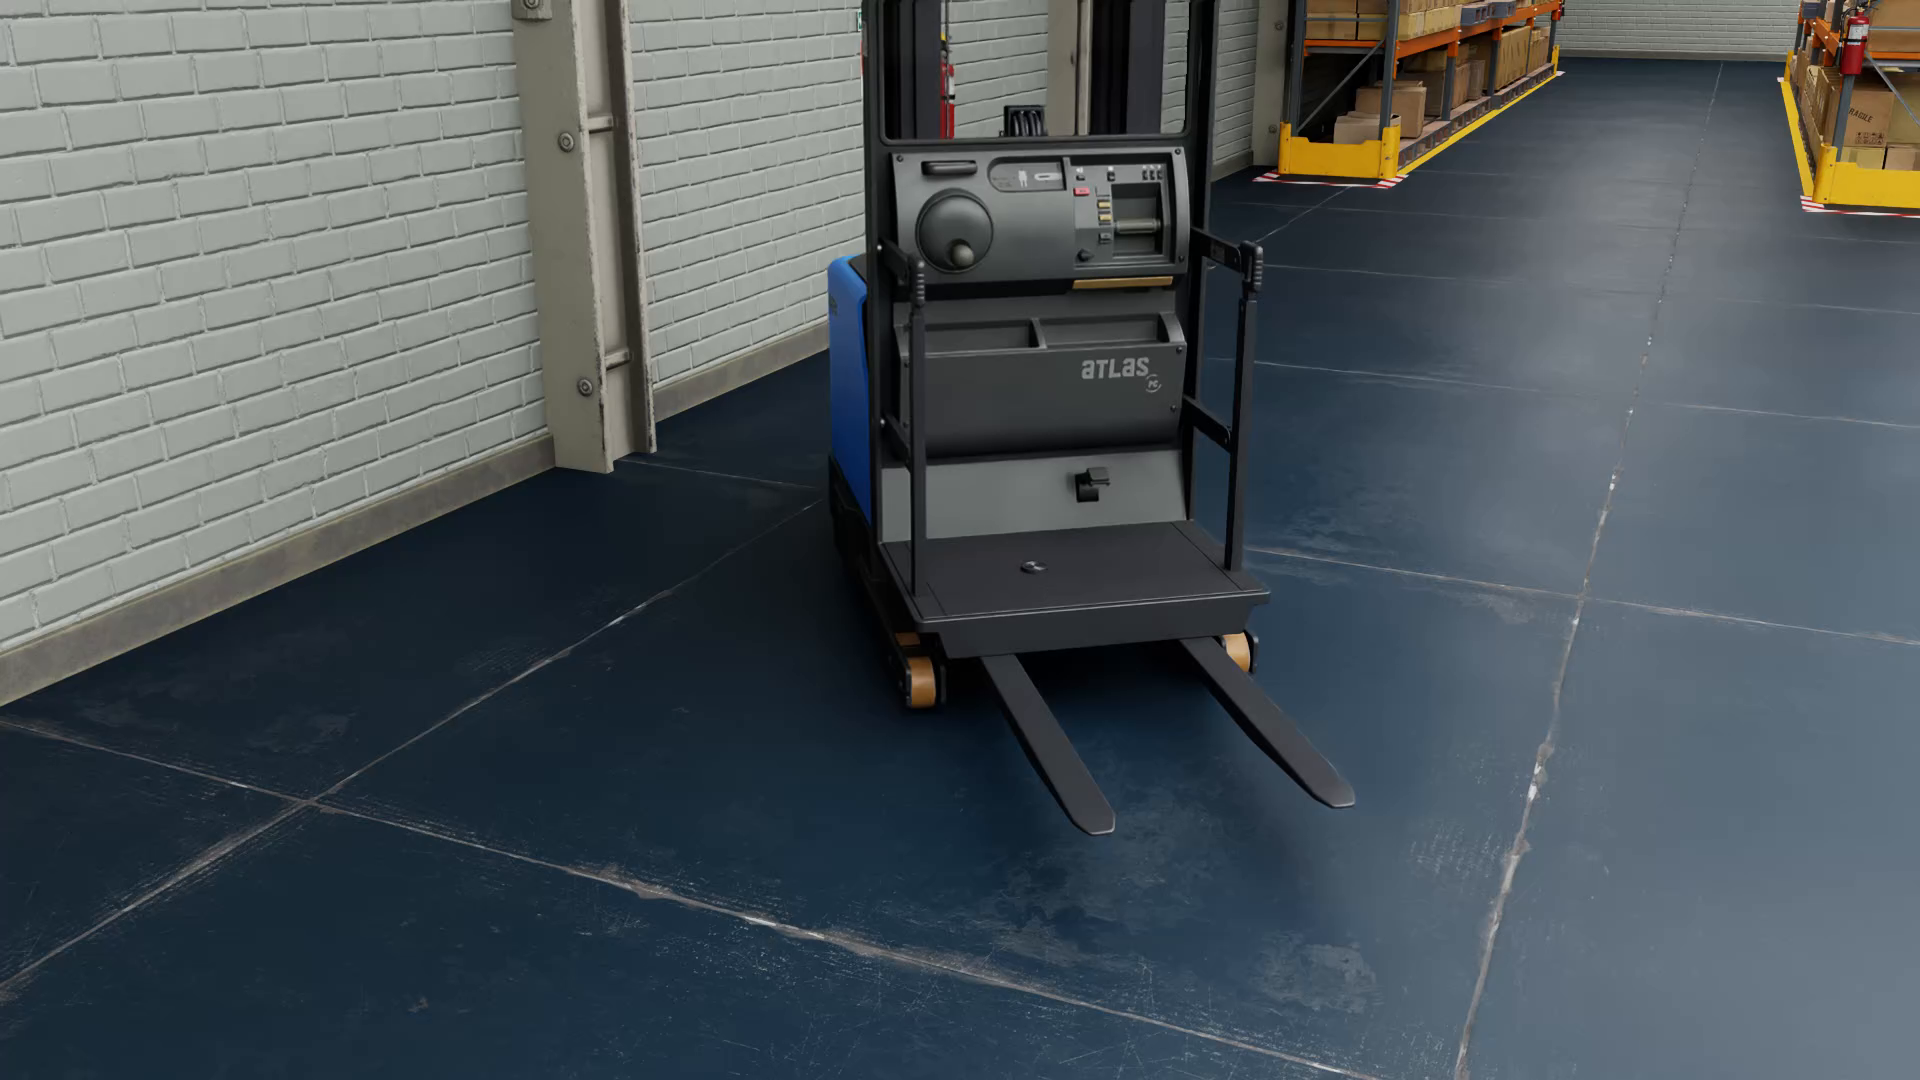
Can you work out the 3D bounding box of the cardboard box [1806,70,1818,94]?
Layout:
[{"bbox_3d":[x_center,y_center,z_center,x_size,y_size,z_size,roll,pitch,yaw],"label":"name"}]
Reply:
[{"bbox_3d":[10.705,-5.618,20.429,0.500,0.311,0.500,8,21,21],"label":"cardboard box"}]

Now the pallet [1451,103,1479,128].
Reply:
[{"bbox_3d":[6.262,-5.643,22.021,1.003,0.211,1.213,9,21,23],"label":"pallet"}]

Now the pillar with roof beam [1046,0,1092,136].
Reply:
[{"bbox_3d":[4.777,-5.856,9.505,9.100,9.000,0.400,9,21,23],"label":"pillar with roof beam"}]

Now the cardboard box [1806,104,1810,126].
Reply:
[{"bbox_3d":[10.082,-4.889,19.216,0.500,0.250,0.500,8,21,22],"label":"cardboard box"}]

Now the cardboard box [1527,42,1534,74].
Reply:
[{"bbox_3d":[9.122,-8.024,27.660,0.700,0.500,0.500,9,21,23],"label":"cardboard box"}]

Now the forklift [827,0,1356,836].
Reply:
[{"bbox_3d":[0.303,-1.004,4.918,1.130,2.935,3.031,-4,20,-12],"label":"forklift"}]

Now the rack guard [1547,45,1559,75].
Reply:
[{"bbox_3d":[10.371,-8.842,30.586,1.175,0.500,0.348,9,21,23],"label":"rack guard"}]

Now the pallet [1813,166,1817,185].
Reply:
[{"bbox_3d":[8.605,-3.369,15.626,1.003,0.211,1.213,9,21,23],"label":"pallet"}]

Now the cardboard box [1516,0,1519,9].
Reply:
[{"bbox_3d":[8.282,-8.156,25.272,0.380,0.149,0.250,8,21,21],"label":"cardboard box"}]

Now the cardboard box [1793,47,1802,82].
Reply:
[{"bbox_3d":[13.218,-7.354,25.744,0.500,0.500,0.500,9,21,23],"label":"cardboard box"}]

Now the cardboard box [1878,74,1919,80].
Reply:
[{"bbox_3d":[9.560,-4.445,16.848,0.500,0.500,0.500,9,21,23],"label":"cardboard box"}]

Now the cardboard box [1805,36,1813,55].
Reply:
[{"bbox_3d":[12.414,-7.074,23.838,0.500,0.250,0.500,9,21,23],"label":"cardboard box"}]

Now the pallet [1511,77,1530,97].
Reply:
[{"bbox_3d":[8.475,-7.230,26.483,1.003,0.211,1.213,9,21,23],"label":"pallet"}]

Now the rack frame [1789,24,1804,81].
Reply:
[{"bbox_3d":[14.881,-9.334,28.238,1.000,3.000,0.127,9,21,23],"label":"rack frame"}]

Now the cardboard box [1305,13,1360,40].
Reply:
[{"bbox_3d":[3.823,-5.230,16.891,0.500,0.250,0.500,9,21,23],"label":"cardboard box"}]

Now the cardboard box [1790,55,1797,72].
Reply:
[{"bbox_3d":[14.195,-7.966,27.837,0.500,0.250,0.500,9,21,23],"label":"cardboard box"}]

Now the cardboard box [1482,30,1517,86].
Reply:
[{"bbox_3d":[7.870,-7.226,24.891,0.750,0.750,0.750,8,21,22],"label":"cardboard box"}]

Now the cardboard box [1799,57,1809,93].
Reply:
[{"bbox_3d":[12.196,-6.555,23.499,0.500,0.500,0.500,8,21,21],"label":"cardboard box"}]

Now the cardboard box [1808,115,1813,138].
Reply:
[{"bbox_3d":[9.501,-4.468,18.032,0.500,0.250,0.500,9,21,23],"label":"cardboard box"}]

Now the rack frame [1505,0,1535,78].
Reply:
[{"bbox_3d":[8.723,-8.790,26.708,1.000,3.000,0.127,9,21,23],"label":"rack frame"}]

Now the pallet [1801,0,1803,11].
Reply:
[{"bbox_3d":[12.817,-7.791,24.187,1.003,0.211,1.213,9,21,23],"label":"pallet"}]

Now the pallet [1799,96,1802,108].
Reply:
[{"bbox_3d":[12.447,-6.169,23.501,1.003,0.211,1.213,9,21,23],"label":"pallet"}]

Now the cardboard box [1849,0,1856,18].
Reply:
[{"bbox_3d":[9.792,-5.576,17.523,0.700,0.500,0.500,8,21,21],"label":"cardboard box"}]

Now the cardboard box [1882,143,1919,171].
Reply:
[{"bbox_3d":[8.752,-3.479,15.250,0.500,0.250,0.500,9,21,23],"label":"cardboard box"}]

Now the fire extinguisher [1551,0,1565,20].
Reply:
[{"bbox_3d":[10.843,-9.783,30.173,0.296,0.674,0.183,9,21,23],"label":"fire extinguisher"}]

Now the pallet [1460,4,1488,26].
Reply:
[{"bbox_3d":[5.892,-6.467,20.464,1.003,0.211,1.213,9,21,23],"label":"pallet"}]

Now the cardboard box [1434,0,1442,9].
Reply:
[{"bbox_3d":[4.908,-5.984,17.894,0.500,0.500,0.500,9,22,24],"label":"cardboard box"}]

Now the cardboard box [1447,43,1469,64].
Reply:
[{"bbox_3d":[6.547,-6.557,22.384,0.500,0.250,0.500,9,21,24],"label":"cardboard box"}]

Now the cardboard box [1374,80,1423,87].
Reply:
[{"bbox_3d":[5.058,-5.051,19.269,0.500,0.500,0.500,7,21,19],"label":"cardboard box"}]

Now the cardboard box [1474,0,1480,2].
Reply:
[{"bbox_3d":[6.411,-7.292,21.692,0.700,0.500,0.500,9,21,23],"label":"cardboard box"}]

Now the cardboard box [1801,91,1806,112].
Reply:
[{"bbox_3d":[10.918,-5.517,20.983,0.500,0.250,0.500,8,21,21],"label":"cardboard box"}]

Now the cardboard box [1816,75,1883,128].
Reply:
[{"bbox_3d":[8.880,-4.364,16.620,0.500,0.500,0.500,9,21,23],"label":"cardboard box"}]

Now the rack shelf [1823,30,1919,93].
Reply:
[{"bbox_3d":[9.149,-4.715,16.325,1.077,0.370,4.000,9,21,23],"label":"rack shelf"}]

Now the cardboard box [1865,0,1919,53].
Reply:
[{"bbox_3d":[8.532,-4.631,14.864,0.700,0.500,0.500,9,21,23],"label":"cardboard box"}]

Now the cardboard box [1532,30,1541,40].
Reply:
[{"bbox_3d":[9.643,-8.569,28.224,0.380,0.149,0.250,8,21,21],"label":"cardboard box"}]

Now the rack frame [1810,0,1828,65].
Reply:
[{"bbox_3d":[11.606,-6.888,21.361,1.000,3.000,0.127,9,21,23],"label":"rack frame"}]

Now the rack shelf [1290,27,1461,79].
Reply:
[{"bbox_3d":[4.628,-5.394,18.233,1.077,0.370,4.000,9,21,23],"label":"rack shelf"}]

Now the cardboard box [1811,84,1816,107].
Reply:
[{"bbox_3d":[9.872,-4.995,18.678,0.500,0.311,0.500,9,21,23],"label":"cardboard box"}]

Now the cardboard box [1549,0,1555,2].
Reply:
[{"bbox_3d":[9.873,-9.773,29.024,0.980,0.700,0.700,8,21,22],"label":"cardboard box"}]

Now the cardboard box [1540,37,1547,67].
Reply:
[{"bbox_3d":[9.960,-8.652,29.424,0.700,0.500,0.500,8,21,23],"label":"cardboard box"}]

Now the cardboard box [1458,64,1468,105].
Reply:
[{"bbox_3d":[6.343,-6.072,22.140,0.700,0.500,0.500,8,21,22],"label":"cardboard box"}]

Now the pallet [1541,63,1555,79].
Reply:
[{"bbox_3d":[10.105,-8.443,29.896,1.003,0.211,1.213,9,21,23],"label":"pallet"}]

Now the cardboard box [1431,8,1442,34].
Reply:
[{"bbox_3d":[4.921,-5.636,18.033,0.500,0.250,0.500,9,21,23],"label":"cardboard box"}]

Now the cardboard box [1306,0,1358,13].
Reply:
[{"bbox_3d":[3.808,-5.587,16.776,0.500,0.500,0.500,8,21,22],"label":"cardboard box"}]

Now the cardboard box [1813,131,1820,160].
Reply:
[{"bbox_3d":[8.677,-3.857,16.315,0.500,0.250,0.500,9,21,23],"label":"cardboard box"}]
